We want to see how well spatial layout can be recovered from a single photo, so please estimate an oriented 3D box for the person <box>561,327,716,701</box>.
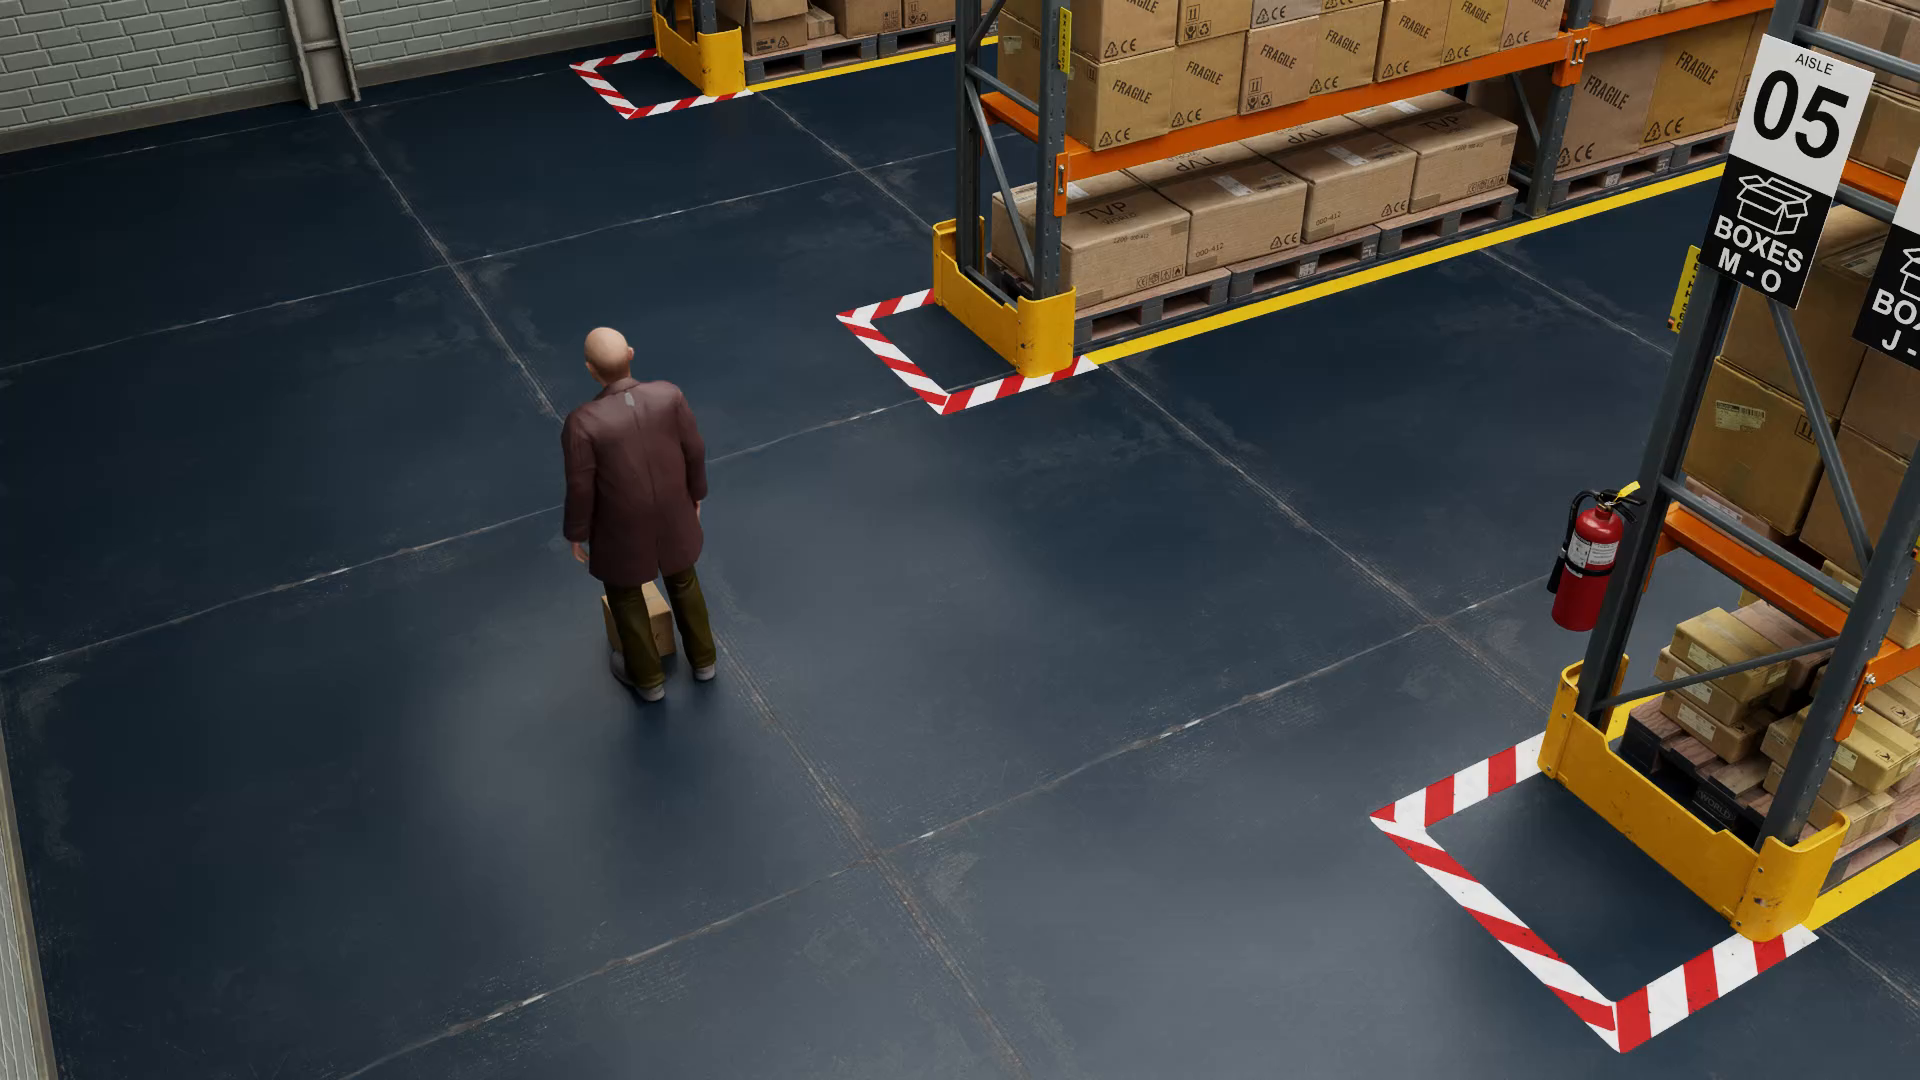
[{"bbox_3d":[-1.366,-0.096,7.073,0.656,1.774,0.418,-21,41,-26],"label":"person"}]
